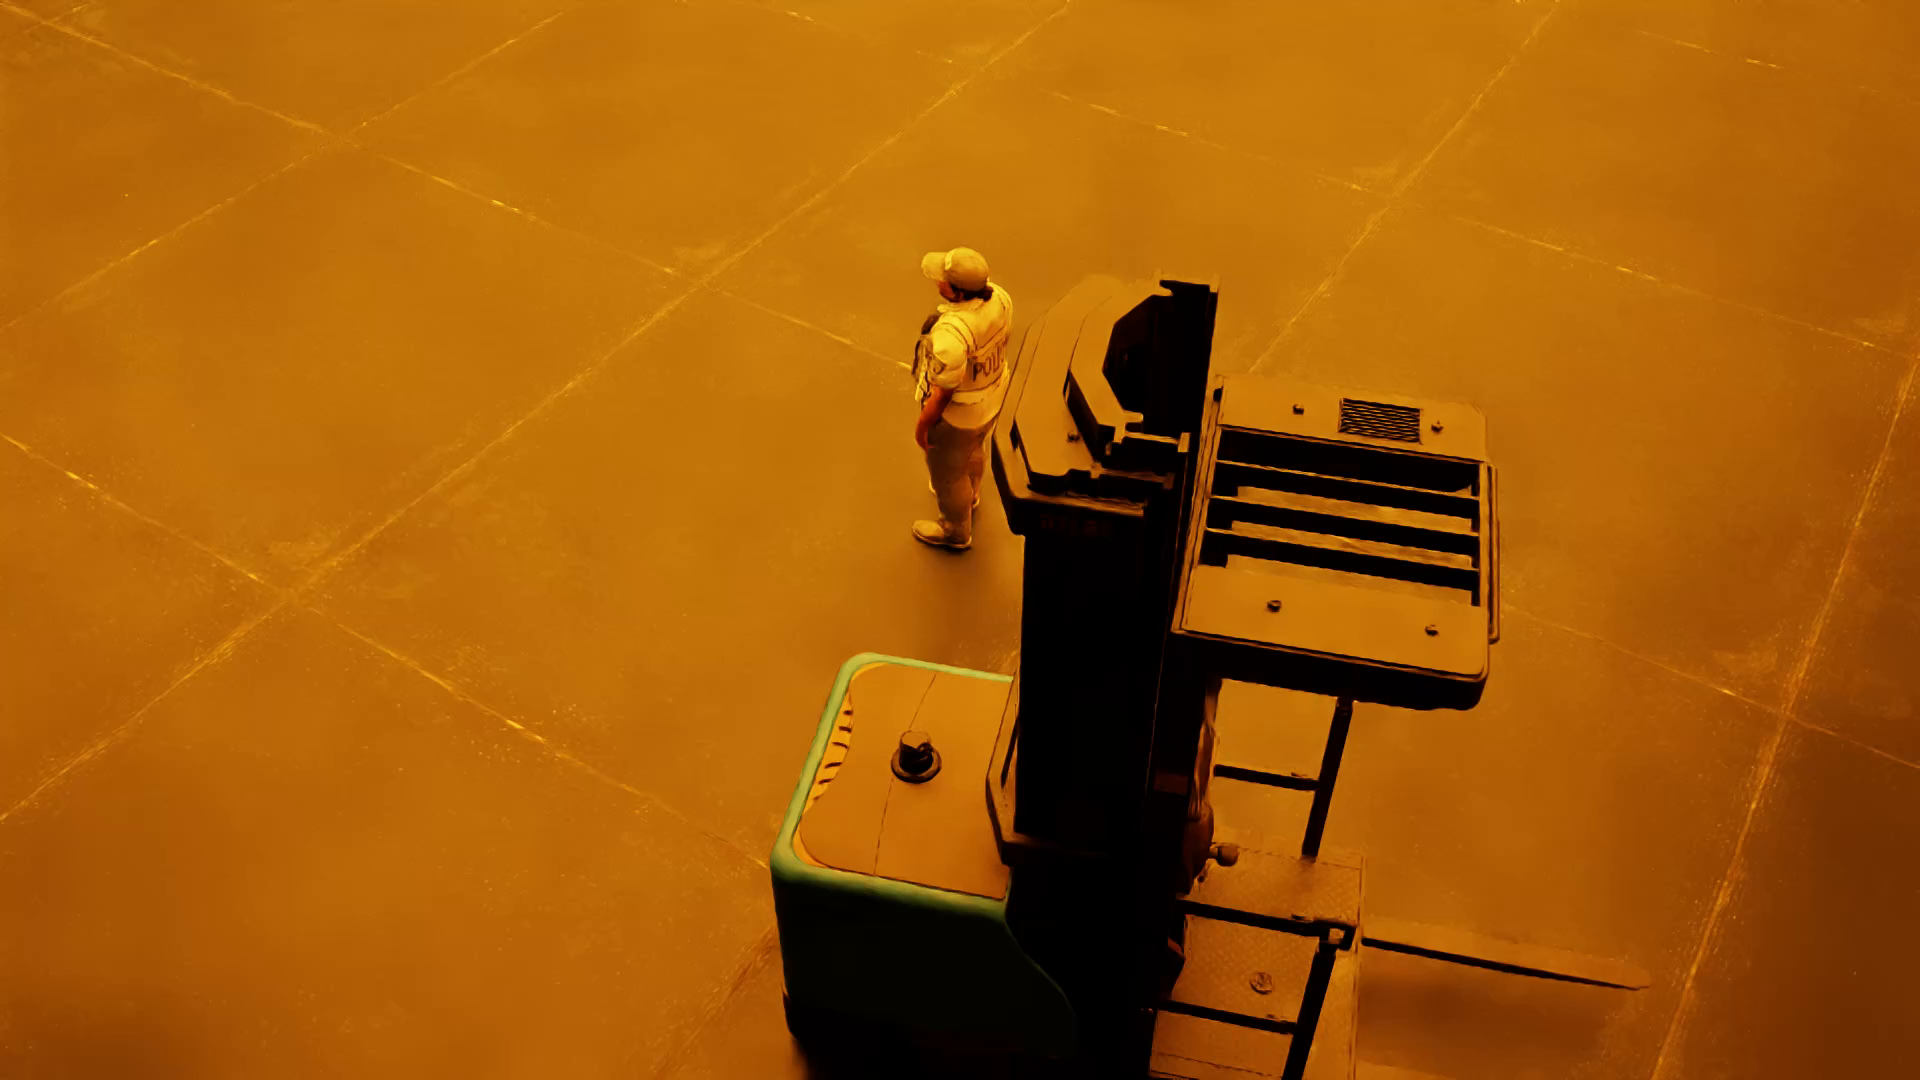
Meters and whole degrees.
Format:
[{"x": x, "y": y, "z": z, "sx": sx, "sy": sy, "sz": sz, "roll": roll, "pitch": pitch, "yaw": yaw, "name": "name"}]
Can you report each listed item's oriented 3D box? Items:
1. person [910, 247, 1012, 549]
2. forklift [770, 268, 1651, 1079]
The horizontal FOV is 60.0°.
[{"x": -0.052, "y": -0.652, "z": 7.444, "sx": 0.529, "sy": 1.669, "sz": 0.598, "roll": 24, "pitch": 48, "yaw": 23, "name": "person"}, {"x": 0.941, "y": 0.657, "z": 5.156, "sx": 3.031, "sy": 2.935, "sz": 1.130, "roll": 9, "pitch": 44, "yaw": 9, "name": "forklift"}]
